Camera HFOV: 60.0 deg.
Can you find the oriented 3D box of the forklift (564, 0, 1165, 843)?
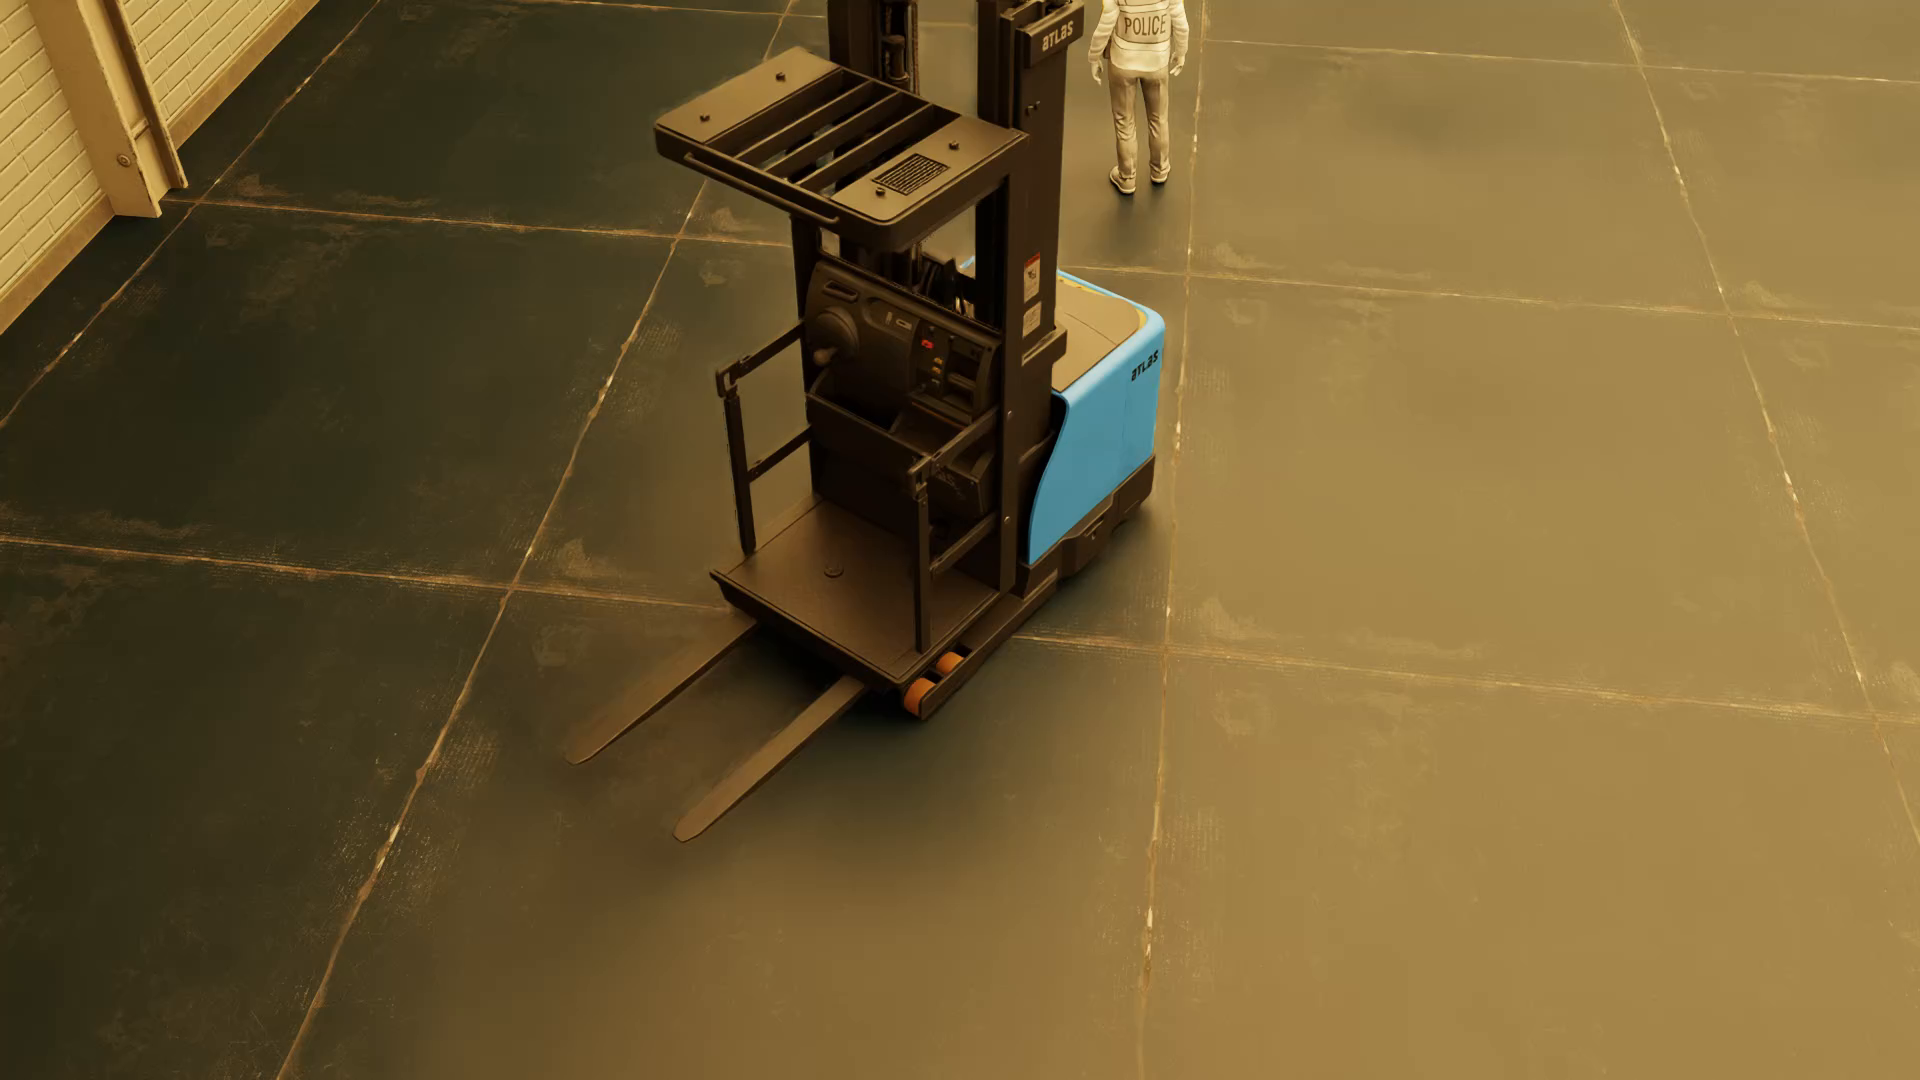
[{"bbox_3d":[-0.377,-0.710,6.497,1.130,2.935,3.031,28,49,27],"label":"forklift"}]

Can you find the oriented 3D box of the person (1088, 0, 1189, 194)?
[{"bbox_3d":[1.031,-2.818,9.696,0.588,1.694,0.530,-2,43,-3],"label":"person"}]
